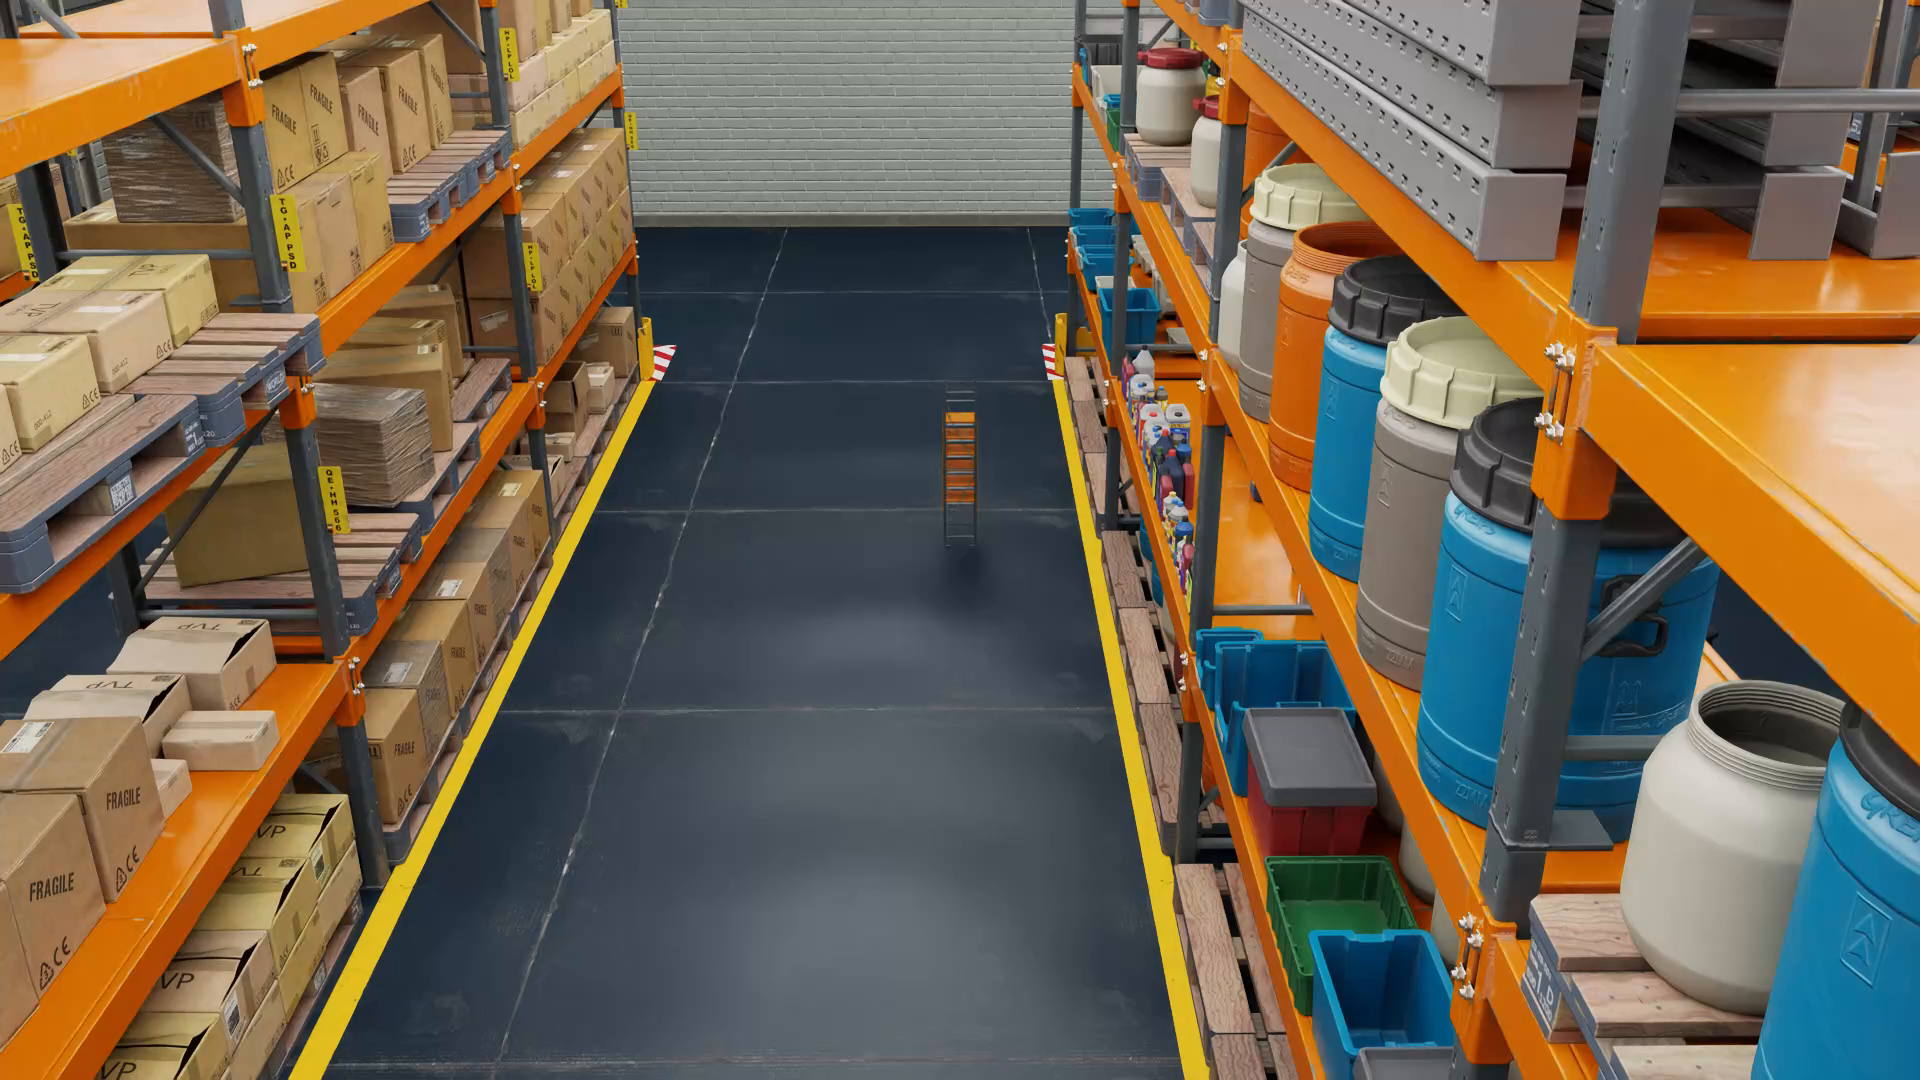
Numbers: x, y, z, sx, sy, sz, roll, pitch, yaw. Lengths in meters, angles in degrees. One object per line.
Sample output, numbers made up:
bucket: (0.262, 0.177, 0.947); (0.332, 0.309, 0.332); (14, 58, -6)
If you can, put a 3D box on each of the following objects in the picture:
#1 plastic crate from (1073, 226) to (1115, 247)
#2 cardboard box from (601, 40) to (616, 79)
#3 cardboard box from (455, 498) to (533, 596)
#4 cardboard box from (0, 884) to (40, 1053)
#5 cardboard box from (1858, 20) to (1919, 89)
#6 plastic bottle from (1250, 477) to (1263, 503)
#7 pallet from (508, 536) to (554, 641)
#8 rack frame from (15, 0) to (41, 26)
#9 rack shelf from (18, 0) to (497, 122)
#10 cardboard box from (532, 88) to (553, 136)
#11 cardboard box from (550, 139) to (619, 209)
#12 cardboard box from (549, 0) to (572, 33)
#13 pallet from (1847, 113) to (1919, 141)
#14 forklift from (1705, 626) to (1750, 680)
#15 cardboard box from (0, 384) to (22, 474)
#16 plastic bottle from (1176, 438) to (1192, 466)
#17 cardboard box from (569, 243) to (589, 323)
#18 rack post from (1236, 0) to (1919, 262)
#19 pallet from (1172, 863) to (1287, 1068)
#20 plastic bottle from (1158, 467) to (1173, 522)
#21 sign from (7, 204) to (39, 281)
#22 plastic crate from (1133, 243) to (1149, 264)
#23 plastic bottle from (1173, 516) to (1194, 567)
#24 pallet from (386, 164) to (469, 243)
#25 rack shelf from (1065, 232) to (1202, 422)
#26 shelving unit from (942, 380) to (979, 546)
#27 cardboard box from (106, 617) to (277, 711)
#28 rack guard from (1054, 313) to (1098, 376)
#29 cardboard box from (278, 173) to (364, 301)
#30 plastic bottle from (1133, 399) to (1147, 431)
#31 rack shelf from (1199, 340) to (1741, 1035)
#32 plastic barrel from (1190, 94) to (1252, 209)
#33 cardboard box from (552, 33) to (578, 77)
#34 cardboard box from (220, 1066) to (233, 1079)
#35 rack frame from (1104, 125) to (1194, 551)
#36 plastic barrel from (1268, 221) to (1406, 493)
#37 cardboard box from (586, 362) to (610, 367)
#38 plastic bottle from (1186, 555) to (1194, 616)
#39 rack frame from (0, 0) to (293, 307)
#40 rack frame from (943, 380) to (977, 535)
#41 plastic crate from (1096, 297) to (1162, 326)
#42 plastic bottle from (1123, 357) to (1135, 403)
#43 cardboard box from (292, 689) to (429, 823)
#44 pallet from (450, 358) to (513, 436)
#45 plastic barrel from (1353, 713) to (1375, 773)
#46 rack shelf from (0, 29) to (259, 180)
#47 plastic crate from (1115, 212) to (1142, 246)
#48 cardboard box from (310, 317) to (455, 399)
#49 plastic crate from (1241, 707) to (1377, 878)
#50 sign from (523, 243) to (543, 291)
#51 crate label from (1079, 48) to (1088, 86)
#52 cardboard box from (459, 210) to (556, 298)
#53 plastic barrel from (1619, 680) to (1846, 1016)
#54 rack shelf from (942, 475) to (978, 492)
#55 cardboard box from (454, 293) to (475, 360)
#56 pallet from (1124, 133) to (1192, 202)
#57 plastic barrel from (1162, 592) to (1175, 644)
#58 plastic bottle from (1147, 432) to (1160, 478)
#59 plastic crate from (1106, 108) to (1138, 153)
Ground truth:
plastic crate: (1.176, -2.540, 14.240); (0.416, 0.233, 0.300); (0, 24, -1)
cardboard box: (-3.189, -4.031, 13.947); (0.500, 0.250, 0.500); (0, 24, -1)
cardboard box: (-3.125, 0.050, 10.883); (0.500, 0.500, 0.500); (0, 24, 0)
cardboard box: (-3.325, 1.423, 5.226); (0.500, 0.500, 0.500); (1, 24, 3)
cardboard box: (6.423, -3.309, 11.417); (0.700, 0.500, 0.500); (-2, 24, -4)
plastic bottle: (1.738, -0.405, 9.449); (0.144, 0.351, 0.185); (0, 24, -1)
pallet: (-3.367, 0.311, 11.189); (1.003, 0.211, 1.213); (0, 24, -1)
rack frame: (-8.411, -5.652, 13.711); (1.000, 3.000, 0.127); (0, 24, -1)
rack shelf: (-3.392, -2.694, 8.528); (1.077, 0.370, 4.000); (0, 24, -1)
cardboard box: (-3.173, -3.000, 11.669); (0.500, 0.250, 0.500); (0, 24, -1)
cardboard box: (-3.172, -3.053, 13.910); (0.500, 0.500, 0.500); (0, 24, 1)
cardboard box: (-3.402, -4.187, 12.776); (0.700, 0.500, 0.500); (0, 24, -1)
pallet: (6.493, -3.001, 11.596); (1.003, 0.211, 1.213); (0, 24, -1)
forklift: (3.875, -0.484, 9.646); (1.130, 2.935, 3.031); (-17, 29, -33)
cardboard box: (-3.286, -0.276, 5.135); (0.500, 0.250, 0.500); (-2, 24, -5)
plastic bottle: (1.296, -0.459, 9.665); (0.097, 0.271, 0.097); (0, 24, 0)
cardboard box: (-3.159, -1.968, 12.724); (0.500, 0.500, 0.500); (0, 24, -1)
rack post: (1.519, -1.654, 4.628); (1.013, 1.000, 3.121); (0, 24, -1)
pallet: (1.552, 1.923, 7.625); (1.003, 0.211, 1.213); (0, 24, -1)
plastic bottle: (1.139, -0.249, 9.186); (0.061, 0.283, 0.133); (0, 24, -1)
sign: (-3.913, -1.247, 6.983); (0.100, 0.325, 0.005); (0, 24, -1)
plastic crate: (1.674, -2.416, 14.082); (0.396, 0.136, 0.243); (0, 24, -1)
plastic bottle: (1.164, 0.004, 8.641); (0.097, 0.271, 0.097); (0, 24, 0)
pallet: (-3.463, -1.879, 9.236); (1.213, 0.211, 1.003); (0, 24, -1)
rack shelf: (1.517, -1.811, 13.372); (1.077, 0.370, 4.000); (0, 24, -1)
shelving unit: (0.000, -0.541, 11.873); (0.258, 1.200, 0.189); (0, 24, -1)
cardboard box: (-3.410, 0.545, 7.397); (0.500, 0.311, 0.500); (1, 24, 3)
rack guard: (1.482, -1.834, 15.582); (1.175, 0.500, 0.348); (0, 24, -1)
cardboard box: (-3.414, -1.448, 7.934); (0.910, 0.500, 0.500); (0, 24, -1)
plastic bottle: (1.142, -0.793, 10.489); (0.097, 0.201, 0.097); (0, 24, 0)
rack shelf: (1.604, 0.118, 5.465); (1.077, 0.370, 4.000); (0, 24, -1)
plastic barrel: (1.413, -2.017, 8.638); (0.433, 0.535, 0.433); (0, 24, 0)
cardboard box: (-3.178, -3.640, 12.477); (0.500, 0.250, 0.500); (0, 24, -1)
cardboard box: (-3.101, 2.263, 6.318); (0.500, 0.250, 0.500); (0, 24, 0)
rack frame: (1.539, -1.315, 11.401); (1.000, 3.000, 0.127); (0, 24, -1)
plastic barrel: (1.382, -0.620, 5.704); (0.600, 0.830, 0.708); (0, 24, -1)
cardboard box: (-3.291, -1.462, 14.630); (0.380, 0.166, 0.250); (0, 24, -1)
plastic bottle: (1.152, 0.222, 8.145); (0.061, 0.283, 0.133); (0, 24, -1)
rack frame: (-3.370, -2.380, 6.475); (1.000, 3.000, 0.127); (0, 24, -1)
rack frame: (-0.001, -0.578, 11.956); (0.240, 1.200, 0.006); (0, 24, -1)
plastic crate: (1.258, -1.677, 12.463); (0.437, 0.125, 0.590); (0, 24, -1)
plastic bottle: (1.118, -1.054, 10.965); (0.061, 0.283, 0.133); (0, 24, -1)
cardboard box: (-3.090, 1.103, 8.553); (0.500, 0.500, 0.500); (1, 24, 2)
pallet: (-3.515, -0.877, 10.666); (1.003, 0.211, 1.213); (0, 24, -1)
plastic barrel: (1.807, 0.705, 6.799); (0.421, 0.512, 0.421); (0, 24, 0)
rack shelf: (-3.349, -1.045, 4.883); (1.077, 0.370, 4.000); (0, 24, -1)
plastic crate: (1.686, -2.870, 14.723); (0.616, 0.435, 0.499); (0, 24, -1)
cardboard box: (-3.562, -1.052, 10.188); (0.700, 0.500, 0.500); (4, 25, 8)
plastic crate: (1.294, 0.971, 6.268); (0.402, 0.464, 0.583); (0, 24, -1)
sign: (-2.859, -1.826, 11.126); (0.100, 0.325, 0.005); (0, 24, -1)
crate label: (1.182, -3.881, 13.614); (0.408, 0.251, 0.502); (0, 24, -1)
cardboard box: (-3.138, -1.991, 11.561); (0.500, 0.500, 0.500); (0, 24, 1)
plastic barrel: (1.435, 0.551, 2.990); (0.421, 0.512, 0.421); (0, 24, 0)
rack shelf: (0.000, -0.391, 11.941); (0.258, 0.103, 0.180); (0, 24, -1)
cardboard box: (-3.676, -1.545, 11.788); (0.500, 0.500, 0.500); (0, 24, 0)
pallet: (1.645, -2.273, 10.109); (1.213, 0.211, 1.003); (0, 24, -1)
plastic barrel: (1.452, 0.376, 10.171); (0.421, 0.512, 0.421); (0, 24, 0)
plastic bottle: (1.151, -0.499, 9.753); (0.097, 0.271, 0.097); (0, 24, 0)
plastic crate: (1.232, -2.759, 11.210); (0.450, 0.188, 0.662); (0, 24, -1)
